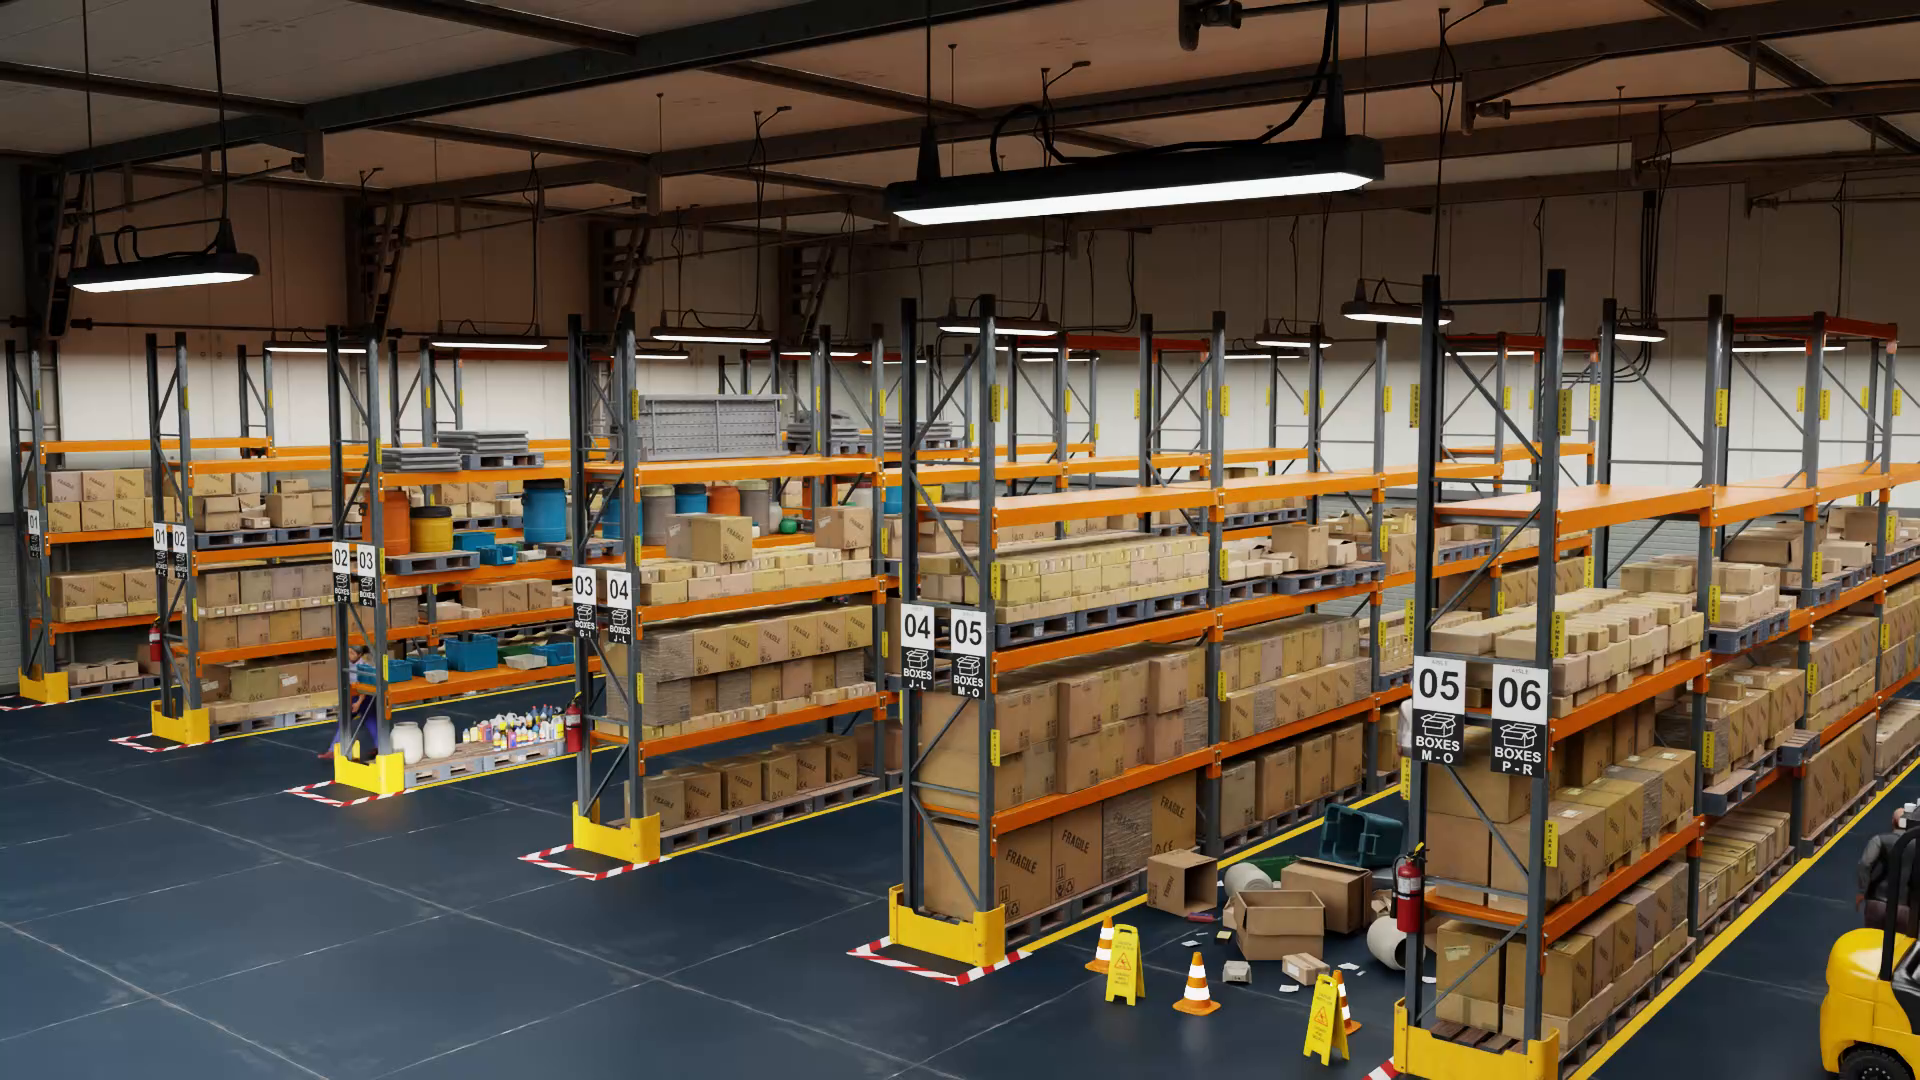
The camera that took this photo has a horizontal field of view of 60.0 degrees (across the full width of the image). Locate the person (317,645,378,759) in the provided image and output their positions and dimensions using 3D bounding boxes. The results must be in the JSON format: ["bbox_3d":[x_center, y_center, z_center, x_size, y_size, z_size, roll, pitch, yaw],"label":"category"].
[{"bbox_3d":[-8.479,2.264,23.249,0.526,1.579,0.990,2,6,23],"label":"person"}]

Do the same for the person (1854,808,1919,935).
[{"bbox_3d":[7.940,3.097,14.117,0.585,1.616,0.739,4,7,40],"label":"person"}]

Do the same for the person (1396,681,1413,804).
[{"bbox_3d":[5.491,2.499,19.908,0.566,1.772,0.537,4,7,40],"label":"person"}]
